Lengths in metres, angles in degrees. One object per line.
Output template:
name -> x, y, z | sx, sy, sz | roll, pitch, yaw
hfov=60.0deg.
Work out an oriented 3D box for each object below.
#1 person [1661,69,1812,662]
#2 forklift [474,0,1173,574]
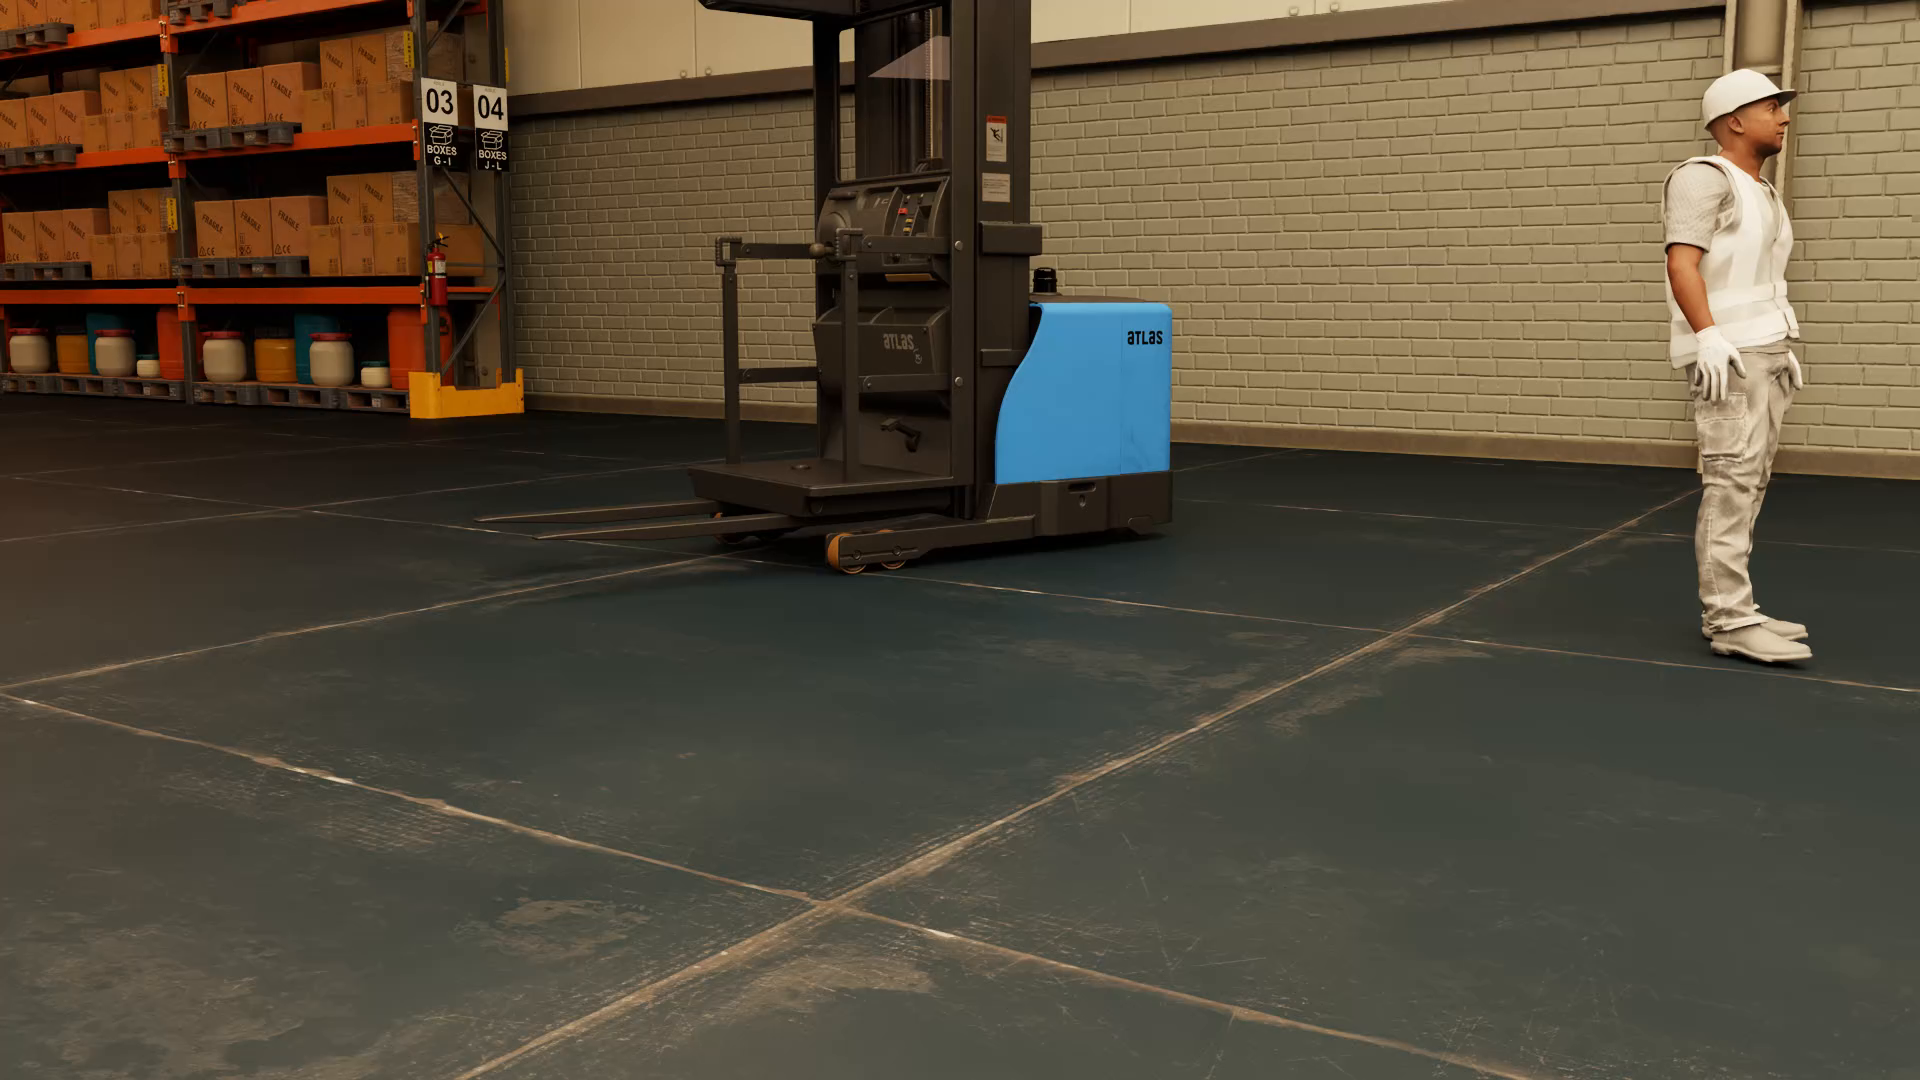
person -> 2.486, -0.561, 5.162 | 0.577, 1.782, 0.656 | 8, 11, 44
forklift -> -0.510, -1.399, 7.032 | 3.031, 2.935, 1.130 | -6, 10, -35
